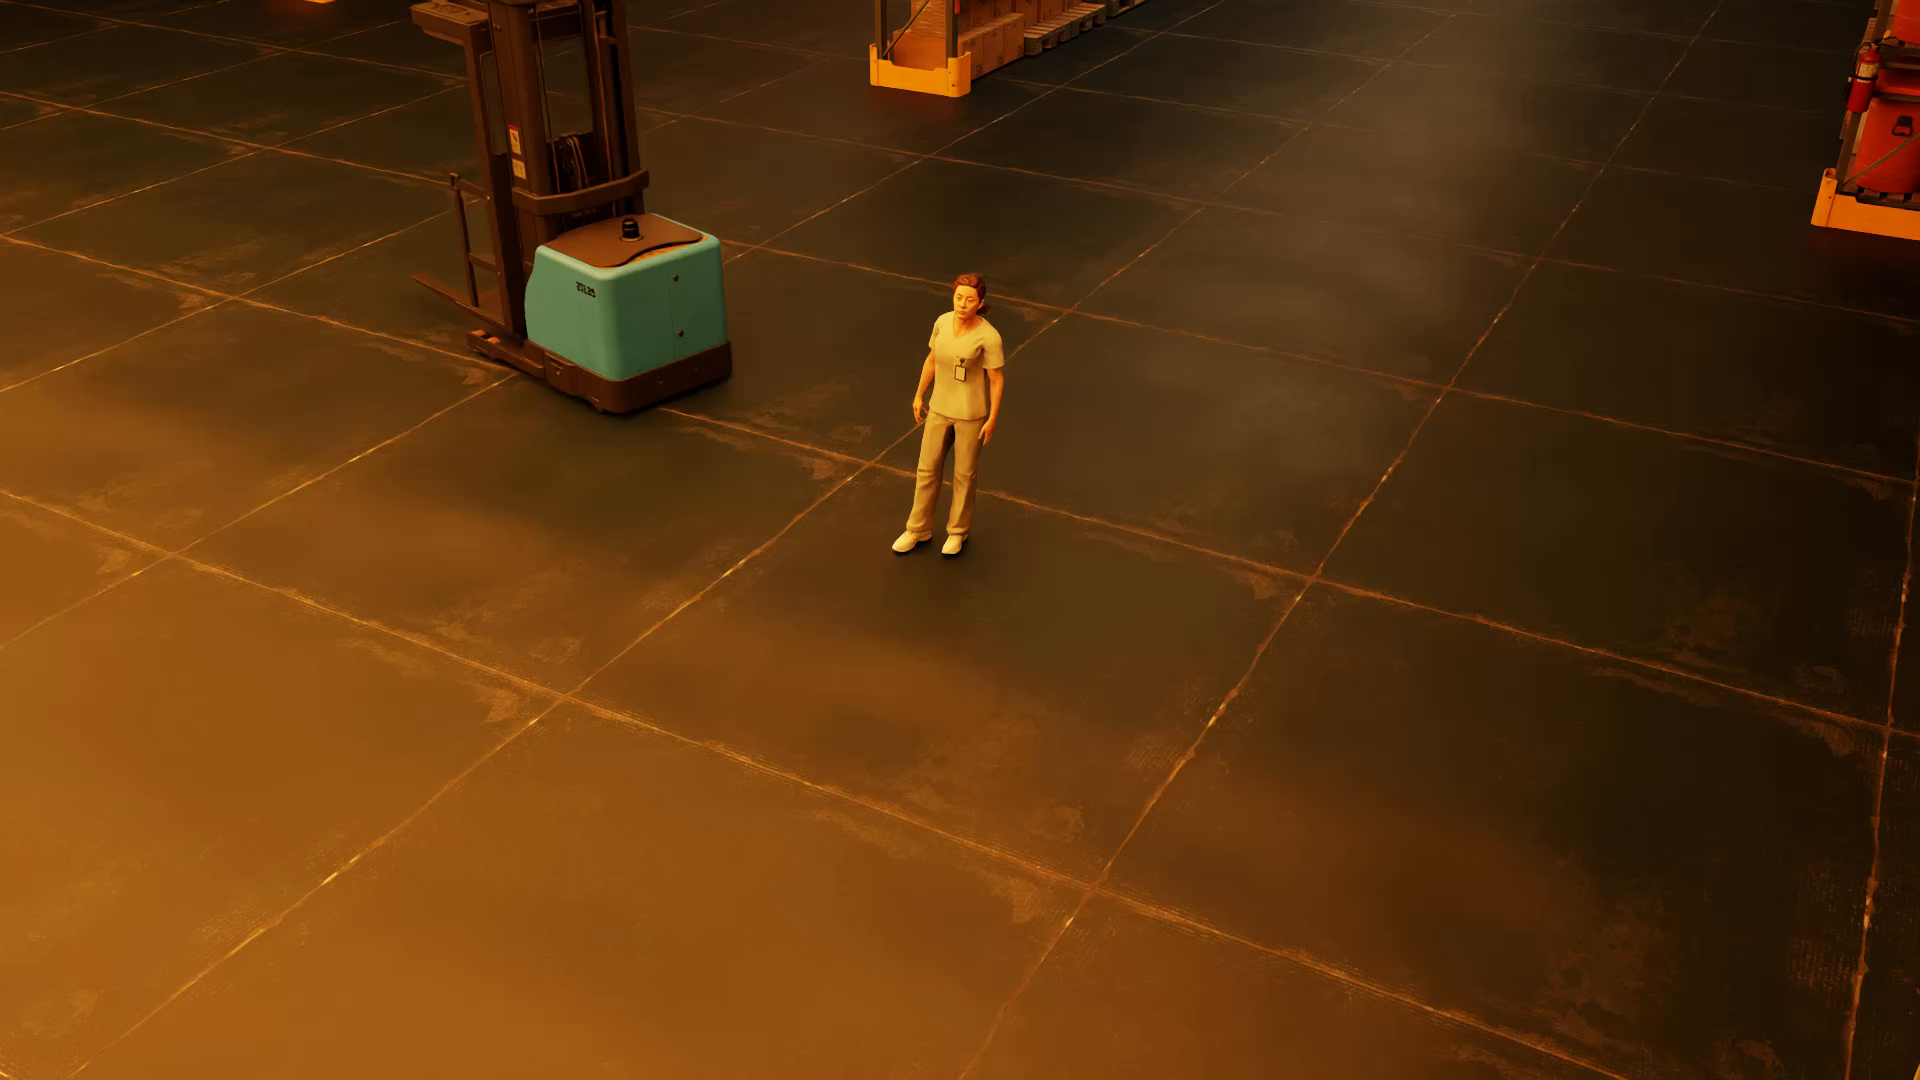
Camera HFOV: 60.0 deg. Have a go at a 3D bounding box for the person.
[{"bbox_3d":[-0.048,-0.703,9.530,0.549,1.673,0.548,15,33,25],"label":"person"}]

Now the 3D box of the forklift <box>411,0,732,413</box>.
[{"bbox_3d":[-3.044,-2.768,11.867,3.031,2.935,1.130,26,39,37],"label":"forklift"}]
